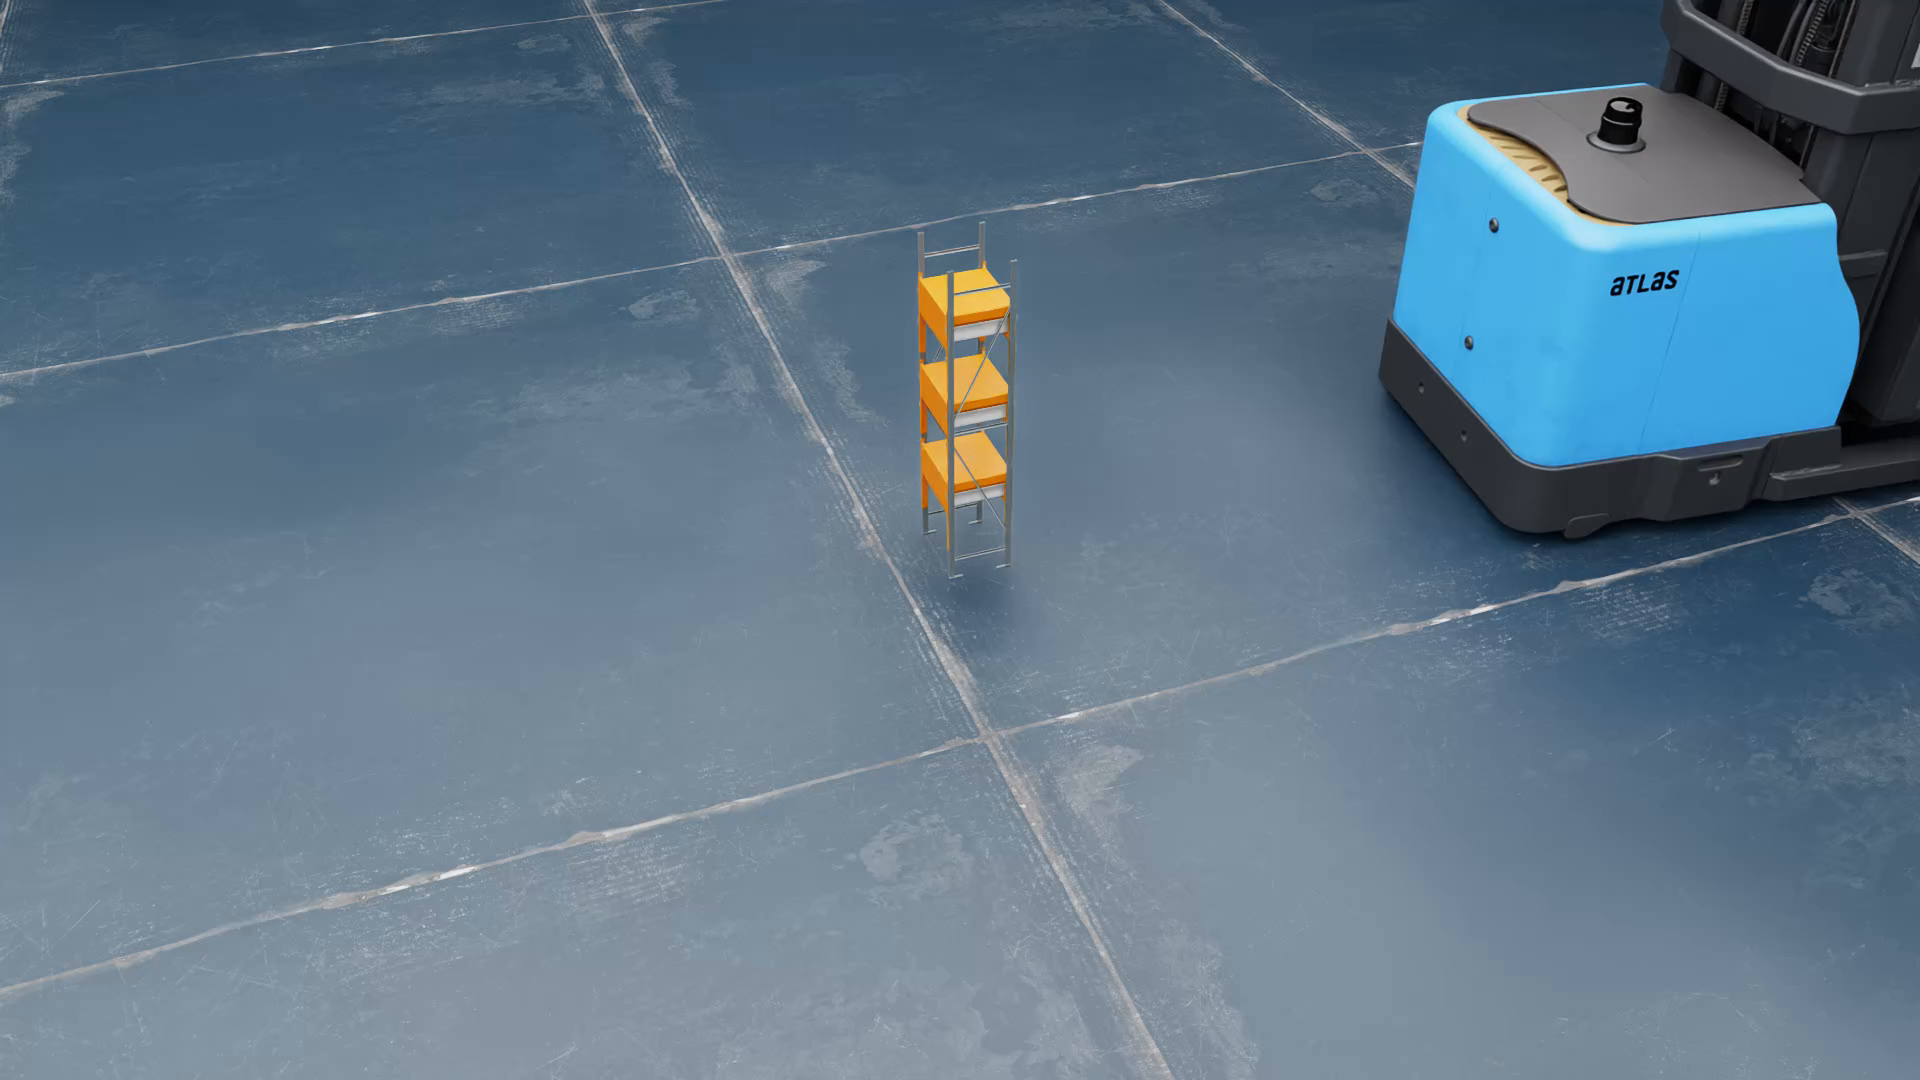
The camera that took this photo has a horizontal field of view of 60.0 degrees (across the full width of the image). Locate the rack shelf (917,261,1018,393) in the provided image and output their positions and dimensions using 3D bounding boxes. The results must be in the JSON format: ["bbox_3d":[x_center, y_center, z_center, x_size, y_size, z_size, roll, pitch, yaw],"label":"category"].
[{"bbox_3d":[0.018,-0.607,4.730,0.215,0.259,0.240,-12,39,-16],"label":"rack shelf"}]

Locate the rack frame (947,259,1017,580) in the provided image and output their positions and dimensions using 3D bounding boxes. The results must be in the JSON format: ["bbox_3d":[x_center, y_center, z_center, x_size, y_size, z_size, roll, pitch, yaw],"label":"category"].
[{"bbox_3d":[0.060,-0.320,4.802,0.200,1.050,0.008,-12,39,-16],"label":"rack frame"}]

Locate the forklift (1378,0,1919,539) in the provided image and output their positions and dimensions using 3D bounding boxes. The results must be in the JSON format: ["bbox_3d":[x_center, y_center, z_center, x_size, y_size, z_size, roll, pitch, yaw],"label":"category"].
[{"bbox_3d":[3.057,-1.642,4.994,3.031,2.935,1.130,-8,38,-11],"label":"forklift"}]

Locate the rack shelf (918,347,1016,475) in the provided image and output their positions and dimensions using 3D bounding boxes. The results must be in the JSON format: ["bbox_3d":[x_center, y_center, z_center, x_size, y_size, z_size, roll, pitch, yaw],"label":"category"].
[{"bbox_3d":[0.018,-0.381,4.900,0.215,0.259,0.240,-12,39,-16],"label":"rack shelf"}]

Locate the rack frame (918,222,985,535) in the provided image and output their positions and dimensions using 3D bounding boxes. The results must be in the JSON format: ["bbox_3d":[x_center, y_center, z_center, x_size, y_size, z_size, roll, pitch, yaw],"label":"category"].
[{"bbox_3d":[-0.024,-0.458,4.985,0.200,1.050,0.008,-12,39,-16],"label":"rack frame"}]

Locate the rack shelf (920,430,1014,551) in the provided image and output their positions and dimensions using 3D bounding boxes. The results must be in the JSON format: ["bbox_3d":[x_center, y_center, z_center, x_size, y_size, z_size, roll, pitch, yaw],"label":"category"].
[{"bbox_3d":[0.018,-0.159,5.068,0.215,0.259,0.240,-12,39,-16],"label":"rack shelf"}]

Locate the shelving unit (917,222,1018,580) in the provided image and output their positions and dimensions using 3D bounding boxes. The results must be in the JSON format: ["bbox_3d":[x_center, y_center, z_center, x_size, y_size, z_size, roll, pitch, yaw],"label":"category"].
[{"bbox_3d":[0.018,-0.389,4.894,0.215,1.050,0.252,-12,39,-16],"label":"shelving unit"}]
